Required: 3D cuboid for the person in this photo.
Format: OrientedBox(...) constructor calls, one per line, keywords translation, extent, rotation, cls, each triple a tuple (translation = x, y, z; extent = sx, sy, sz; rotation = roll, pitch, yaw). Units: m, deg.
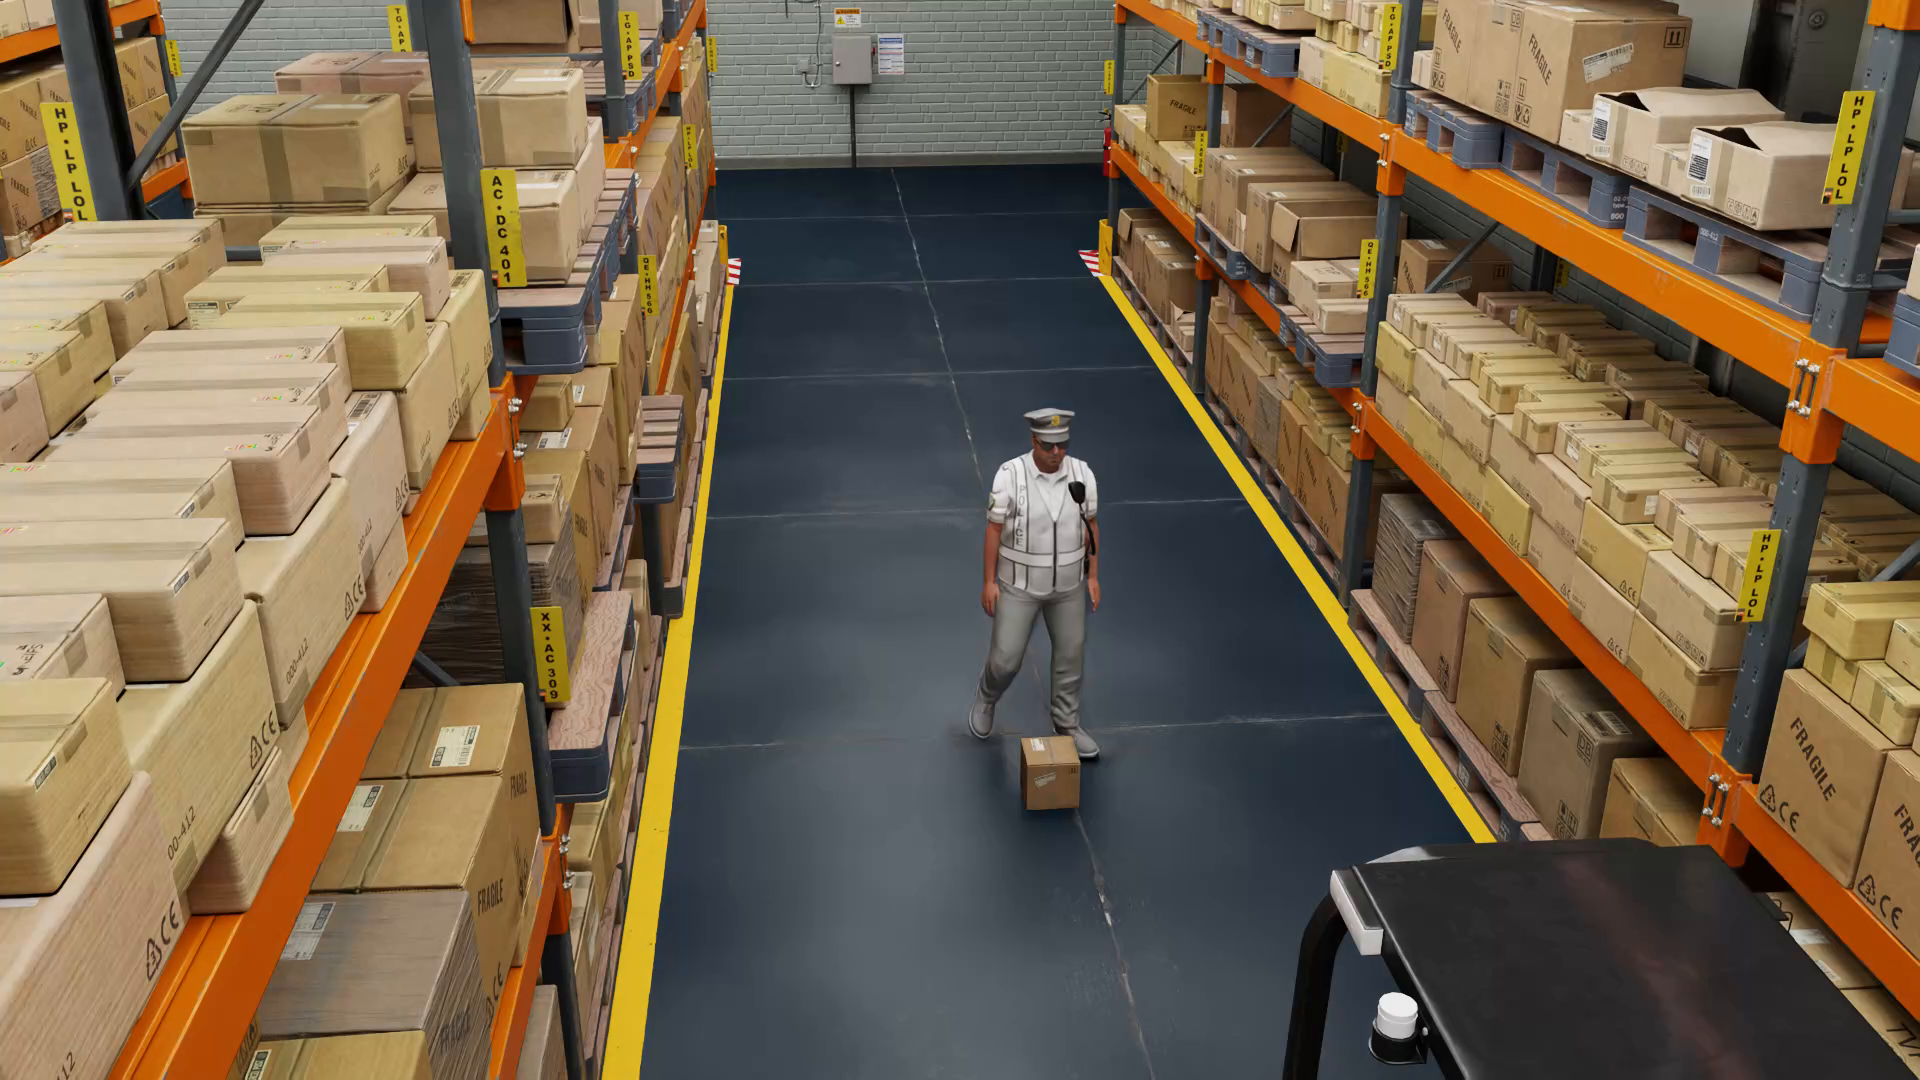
OrientedBox(translation=(0.380, 0.196, 8.080), extent=(0.638, 1.761, 0.585), rotation=(-7, 25, -16), cls="person")
